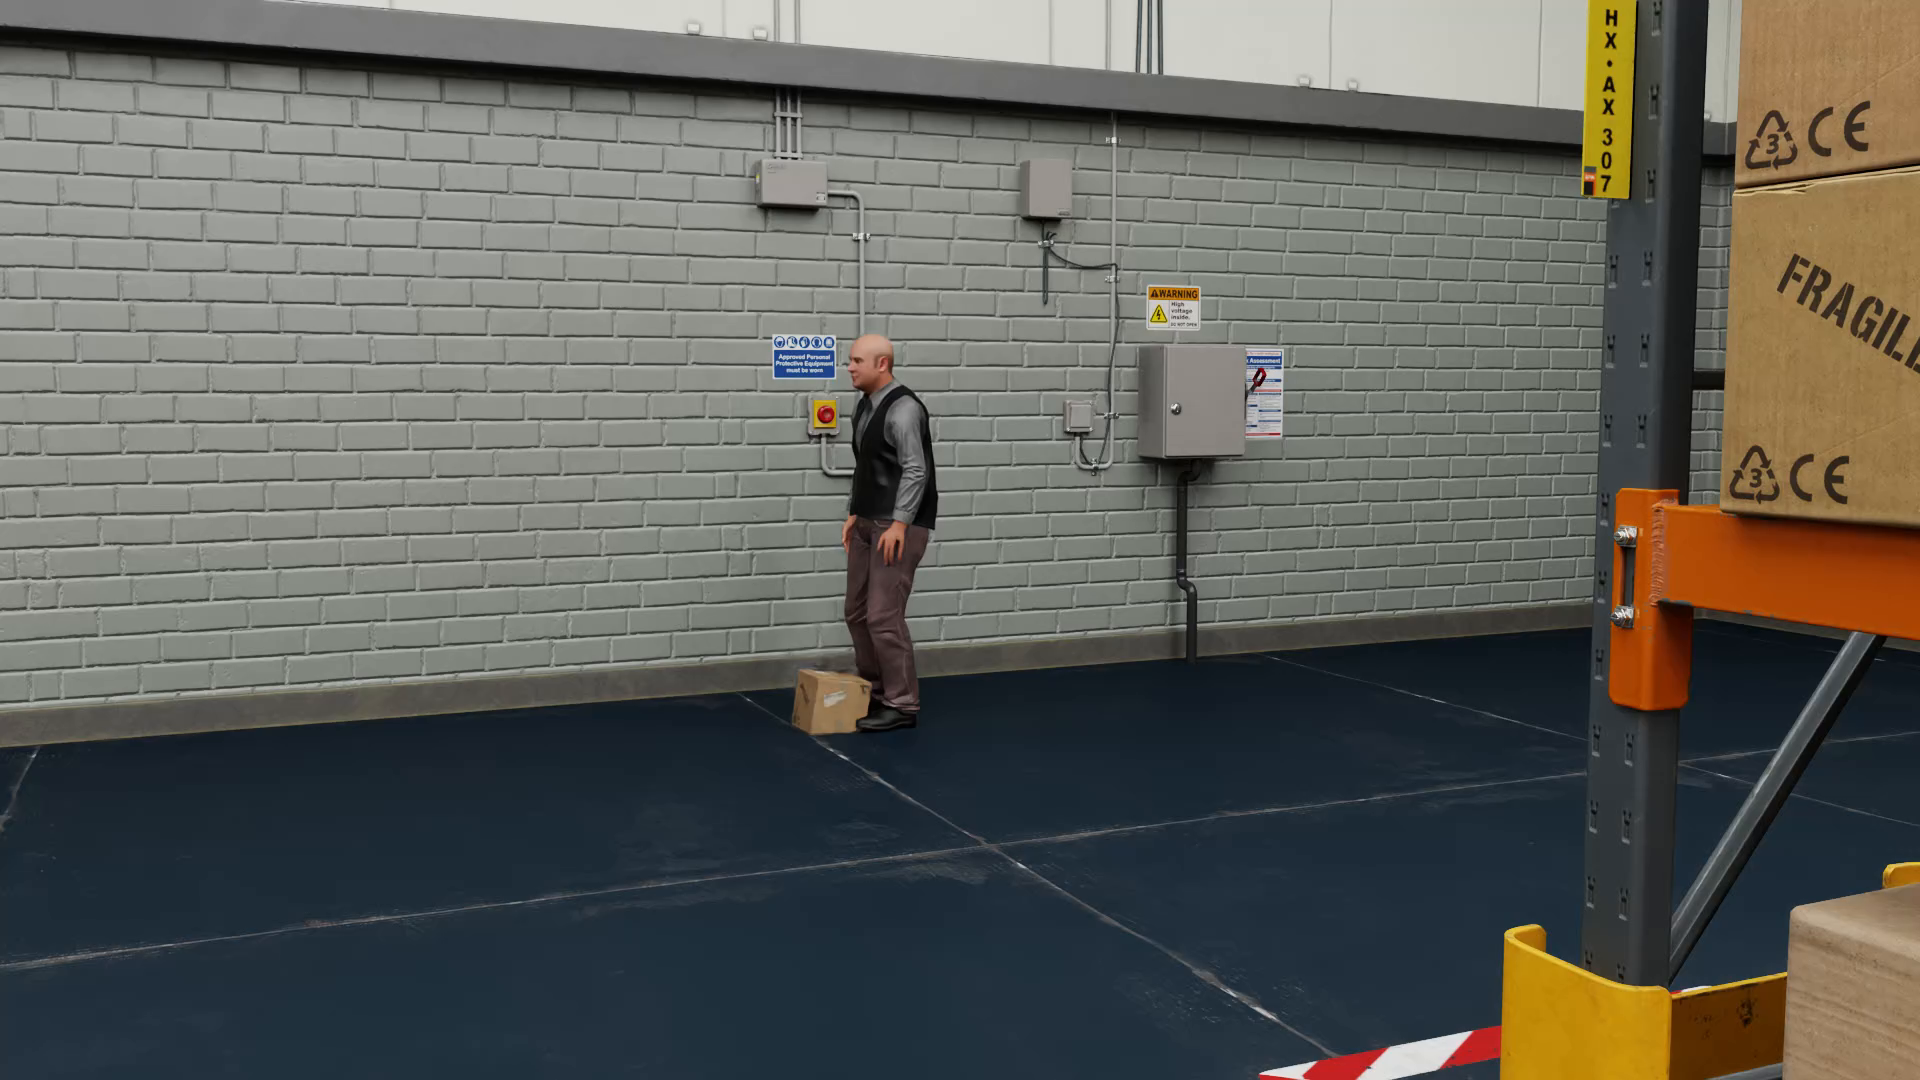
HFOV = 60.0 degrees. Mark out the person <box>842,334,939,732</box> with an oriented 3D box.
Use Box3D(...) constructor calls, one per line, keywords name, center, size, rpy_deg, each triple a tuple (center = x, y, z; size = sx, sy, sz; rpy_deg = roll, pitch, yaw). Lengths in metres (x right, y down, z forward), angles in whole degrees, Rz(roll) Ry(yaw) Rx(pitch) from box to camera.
Box3D(name="person", center=(-0.322, -0.043, 7.337), size=(0.420, 1.721, 0.570), rpy_deg=(-3, 6, -26))
